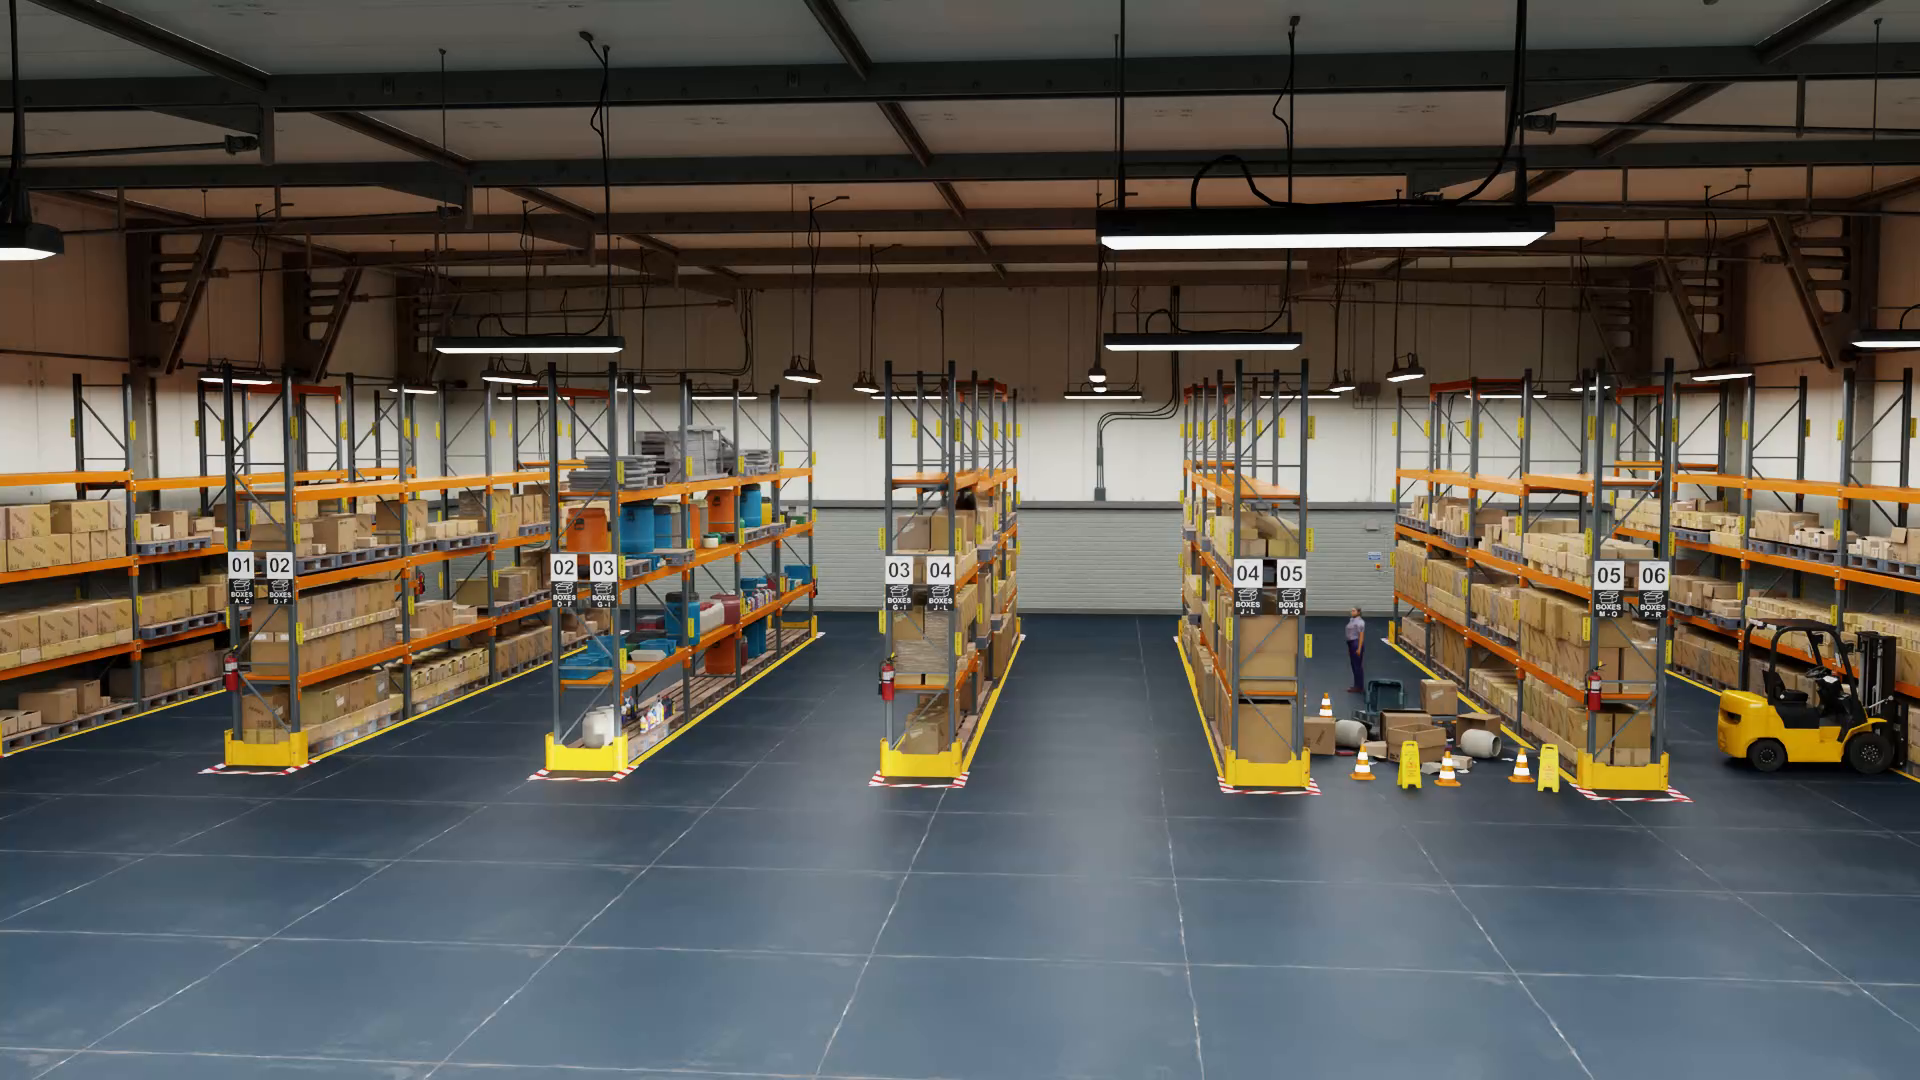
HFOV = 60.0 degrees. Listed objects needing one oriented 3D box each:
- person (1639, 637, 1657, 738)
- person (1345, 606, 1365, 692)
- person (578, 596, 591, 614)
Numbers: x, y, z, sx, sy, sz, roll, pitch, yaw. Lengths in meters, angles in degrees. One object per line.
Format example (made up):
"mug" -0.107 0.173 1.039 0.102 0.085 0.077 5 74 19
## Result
"person" 11.171 2.418 26.973 0.453 1.696 0.569 3 5 41
"person" 7.580 2.080 31.932 0.372 1.647 0.546 1 4 12
"person" -9.591 1.345 42.599 0.982 1.721 0.651 2 4 30
